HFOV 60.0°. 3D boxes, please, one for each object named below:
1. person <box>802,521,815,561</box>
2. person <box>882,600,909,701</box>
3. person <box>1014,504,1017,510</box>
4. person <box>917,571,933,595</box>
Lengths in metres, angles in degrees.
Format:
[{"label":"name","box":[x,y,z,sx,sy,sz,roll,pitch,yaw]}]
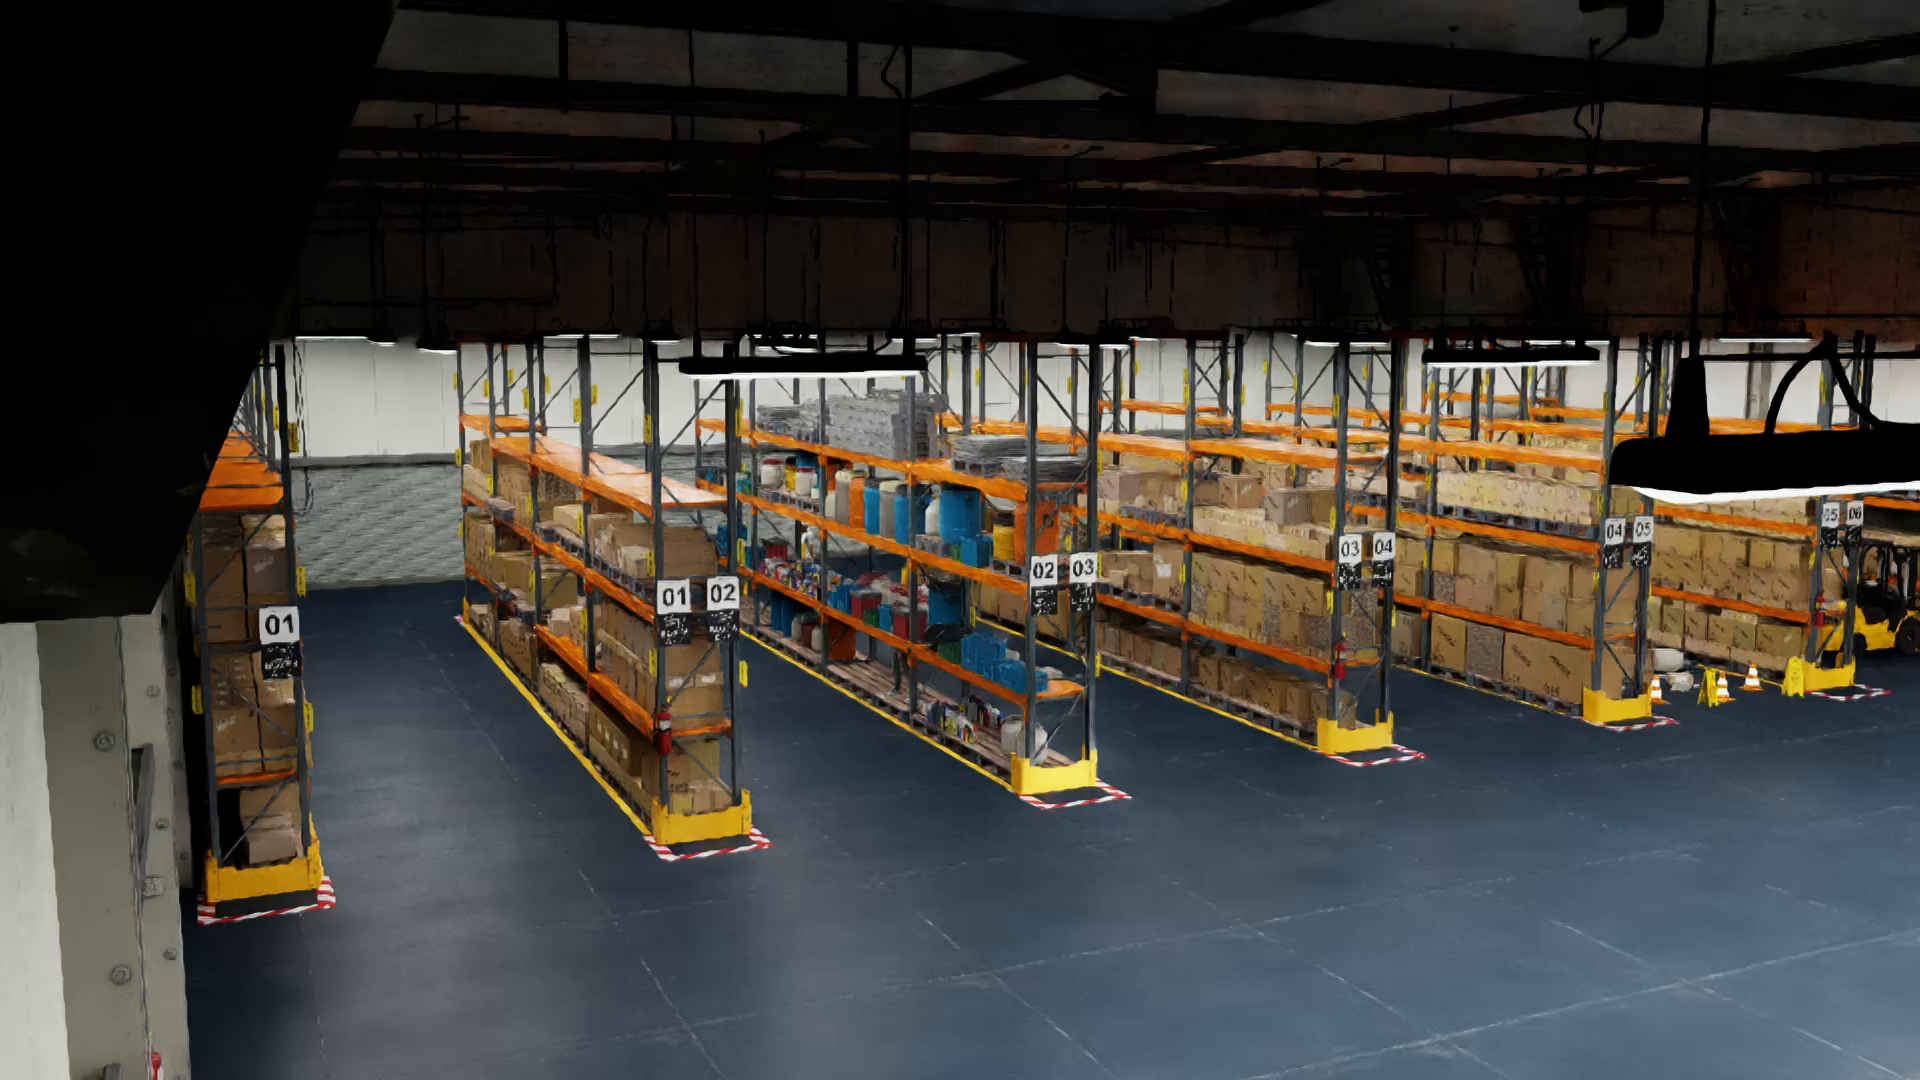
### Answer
[{"label":"person","box":[-3.496,0.382,37.529,0.492,1.784,0.648,-4,9,-28]},{"label":"person","box":[-0.974,1.747,26.564,0.524,1.588,0.604,-2,8,-14]},{"label":"person","box":[1.554,-0.091,41.594,0.505,1.654,0.598,5,9,33]},{"label":"person","box":[-0.624,1.361,30.837,0.483,1.621,0.994,-5,9,-32]}]
